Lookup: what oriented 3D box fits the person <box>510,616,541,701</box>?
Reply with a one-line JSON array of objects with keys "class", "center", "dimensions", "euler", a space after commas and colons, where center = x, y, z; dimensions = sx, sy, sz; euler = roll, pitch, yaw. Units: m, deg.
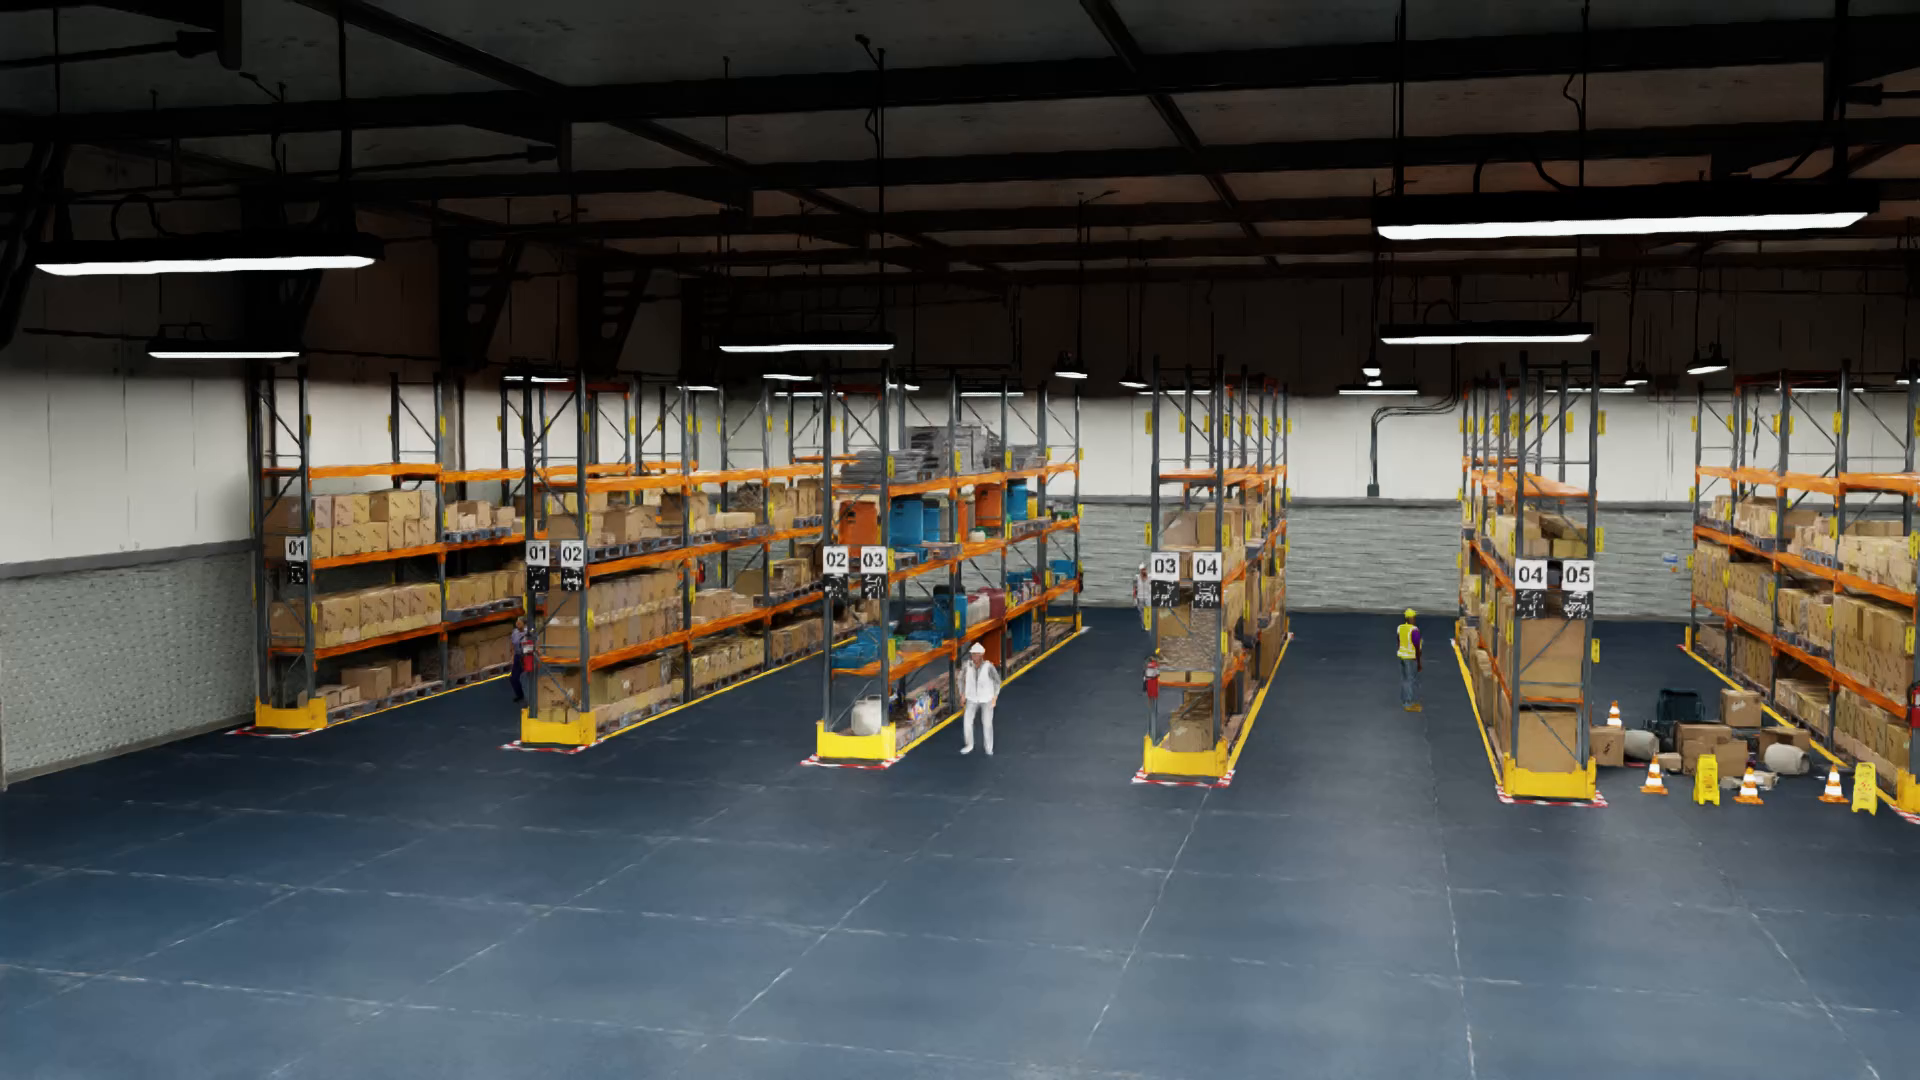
[{"class": "person", "center": [-7.833, 2.148, 29.967], "dimensions": [0.625, 1.596, 0.517], "euler": [1, 4, 13]}]

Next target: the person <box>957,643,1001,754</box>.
[{"class": "person", "center": [0.285, 2.407, 25.245], "dimensions": [0.677, 1.726, 0.574], "euler": [1, 4, 12]}]

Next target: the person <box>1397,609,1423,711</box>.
[{"class": "person", "center": [7.947, 2.091, 29.241], "dimensions": [0.452, 1.759, 0.632], "euler": [-1, 4, -17]}]

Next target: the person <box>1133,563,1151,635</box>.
[{"class": "person", "center": [4.391, 1.390, 39.715], "dimensions": [0.553, 1.707, 1.105], "euler": [1, 4, 16]}]
